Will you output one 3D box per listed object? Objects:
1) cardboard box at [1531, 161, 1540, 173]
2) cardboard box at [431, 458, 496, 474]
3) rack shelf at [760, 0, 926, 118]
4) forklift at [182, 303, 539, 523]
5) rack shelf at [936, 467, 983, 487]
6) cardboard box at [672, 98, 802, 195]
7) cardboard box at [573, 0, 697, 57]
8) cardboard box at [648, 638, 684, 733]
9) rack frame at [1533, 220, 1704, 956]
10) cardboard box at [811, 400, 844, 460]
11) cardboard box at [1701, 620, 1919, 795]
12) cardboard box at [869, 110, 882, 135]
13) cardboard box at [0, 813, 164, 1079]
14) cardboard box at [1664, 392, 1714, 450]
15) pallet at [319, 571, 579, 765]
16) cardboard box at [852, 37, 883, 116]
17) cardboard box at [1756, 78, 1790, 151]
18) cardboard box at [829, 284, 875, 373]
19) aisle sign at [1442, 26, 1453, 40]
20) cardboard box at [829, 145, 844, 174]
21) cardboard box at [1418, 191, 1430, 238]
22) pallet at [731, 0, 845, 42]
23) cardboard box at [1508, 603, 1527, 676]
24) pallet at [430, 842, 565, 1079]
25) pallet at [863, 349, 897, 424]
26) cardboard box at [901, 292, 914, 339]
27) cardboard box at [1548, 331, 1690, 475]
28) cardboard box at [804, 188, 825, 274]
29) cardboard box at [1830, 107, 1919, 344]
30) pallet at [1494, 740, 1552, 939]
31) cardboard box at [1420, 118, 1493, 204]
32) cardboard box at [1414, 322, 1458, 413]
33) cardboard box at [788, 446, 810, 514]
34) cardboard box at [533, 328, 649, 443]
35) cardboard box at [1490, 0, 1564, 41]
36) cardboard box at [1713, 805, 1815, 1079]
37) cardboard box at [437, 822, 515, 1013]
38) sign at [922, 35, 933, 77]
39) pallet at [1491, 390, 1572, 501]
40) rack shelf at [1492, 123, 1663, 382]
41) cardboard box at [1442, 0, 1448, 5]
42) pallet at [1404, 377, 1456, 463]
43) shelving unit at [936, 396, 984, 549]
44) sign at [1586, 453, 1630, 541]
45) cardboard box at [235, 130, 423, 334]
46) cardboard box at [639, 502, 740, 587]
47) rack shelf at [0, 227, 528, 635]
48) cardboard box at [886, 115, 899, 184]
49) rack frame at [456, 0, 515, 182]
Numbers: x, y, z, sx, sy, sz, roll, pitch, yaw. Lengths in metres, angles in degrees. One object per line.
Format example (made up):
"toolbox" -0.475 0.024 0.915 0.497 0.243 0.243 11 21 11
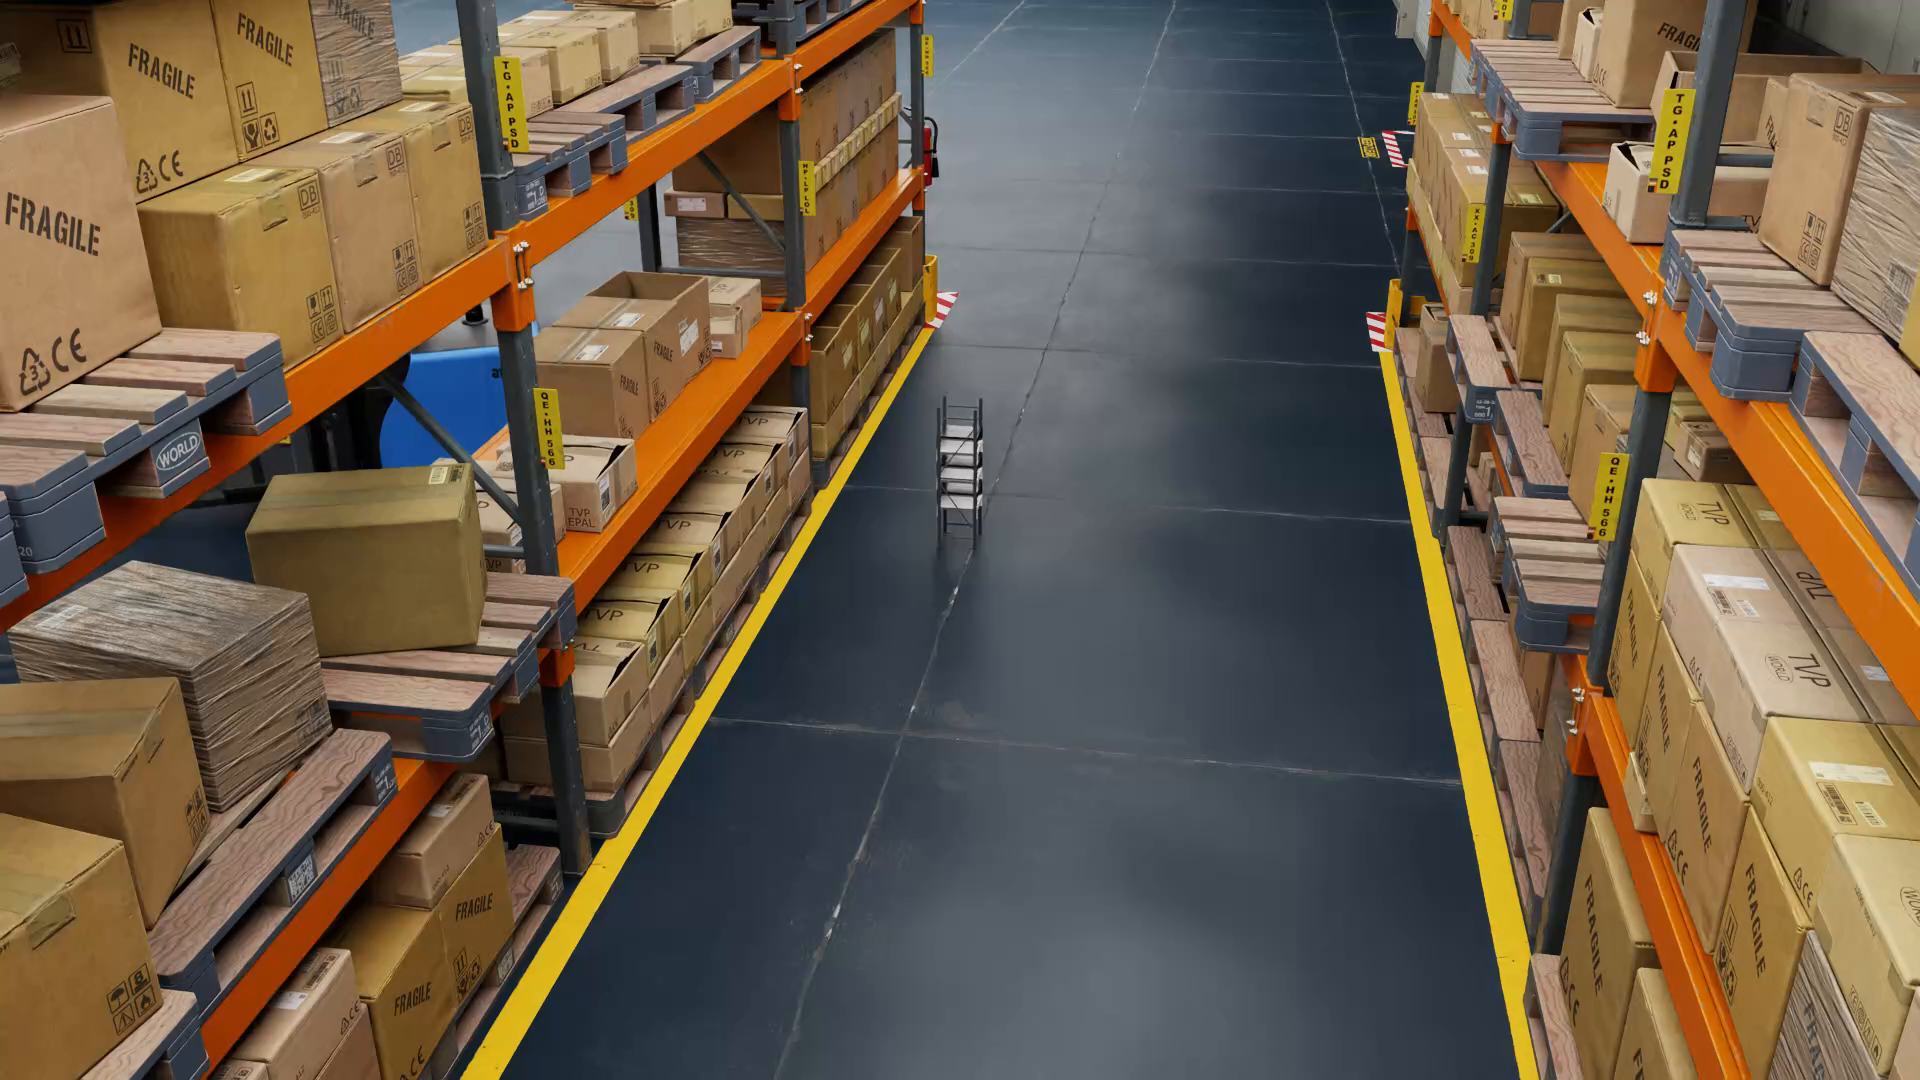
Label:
"cardboard box" 3.894 -2.185 10.649 0.500 0.500 0.500 5 25 10
"cardboard box" -2.231 -0.248 7.539 0.380 0.149 0.250 4 25 9
"rack shelf" -1.125 -3.509 11.519 1.077 0.370 4.000 4 25 9
"forklift" -4.168 -1.586 10.180 3.031 2.935 1.130 -7 26 -15
"rack shelf" -0.001 -0.374 10.066 0.258 0.077 0.200 4 25 9
"cardboard box" -1.385 -2.459 10.316 0.700 0.500 0.500 4 25 9
"cardboard box" -1.649 -2.634 8.482 0.500 0.250 0.500 2 25 3
"cardboard box" -1.649 0.679 8.009 0.500 0.250 0.500 3 25 7
"rack frame" 2.782 0.375 5.911 1.000 3.000 0.127 4 25 9
"cardboard box" -1.077 -0.758 11.079 0.500 0.250 0.500 4 25 9
"cardboard box" 2.289 0.452 4.369 0.500 0.250 0.500 4 25 9
"cardboard box" -0.799 -3.157 12.574 0.380 0.149 0.250 4 25 9
"cardboard box" -2.411 0.996 3.971 0.700 0.500 0.500 8 26 17
"cardboard box" 2.847 -0.446 6.262 0.380 0.149 0.250 0 25 0
"pallet" -2.147 0.408 6.066 1.213 0.211 1.003 4 25 9
"cardboard box" -0.976 -3.509 12.560 0.700 0.500 0.500 3 25 7
"cardboard box" 3.127 -1.323 5.859 0.500 0.500 0.500 4 25 9
"cardboard box" -0.904 -1.515 11.812 0.500 0.500 0.500 4 25 9
"aisle sign" 3.806 -4.199 12.617 0.394 0.787 0.004 4 25 9
"cardboard box" -1.010 -2.617 11.420 0.380 0.149 0.250 3 25 7
"cardboard box" 3.537 -2.299 11.778 0.500 0.250 0.500 4 25 8
"pallet" -1.338 -3.317 10.364 1.003 0.211 1.213 4 25 9
"cardboard box" 3.174 0.374 8.343 0.700 0.500 0.500 4 25 9
"pallet" -2.265 1.606 6.571 1.003 0.211 1.213 4 25 9
"pallet" -1.083 -1.218 12.604 1.003 0.211 1.213 4 25 9
"cardboard box" -0.664 -1.803 13.312 0.500 0.250 0.500 4 25 9
"cardboard box" 3.031 -0.590 7.335 0.700 0.500 0.500 4 25 9
"cardboard box" -1.305 -2.092 11.064 0.700 0.500 0.500 4 25 8
"cardboard box" 2.725 -0.796 4.238 0.700 0.500 0.500 3 25 6
"pallet" 2.912 1.311 7.200 1.003 0.211 1.213 4 25 9
"cardboard box" 3.534 -2.651 11.645 0.500 0.500 0.500 3 25 7
"cardboard box" 3.626 -1.213 11.734 0.700 0.500 0.500 2 25 5
"cardboard box" -1.233 -0.391 10.296 0.500 0.250 0.500 4 25 8
"cardboard box" -1.847 -0.715 8.122 0.500 0.500 0.500 3 25 6
"cardboard box" 3.275 -2.941 9.314 0.500 0.500 0.500 5 25 10
"cardboard box" 2.196 1.015 4.050 0.500 0.500 0.500 5 25 10
"cardboard box" -2.026 1.373 6.207 0.500 0.500 0.500 5 26 11
"sign" -0.265 -3.901 13.401 0.100 0.325 0.005 4 25 9
"pallet" 3.066 -0.369 7.727 1.003 0.211 1.213 4 25 9
"rack shelf" 3.109 -1.495 7.215 1.077 0.370 4.000 4 25 9
"cardboard box" 3.666 -4.039 11.662 0.500 0.500 0.500 6 26 12
"pallet" 3.708 -0.830 11.775 1.003 0.211 1.213 4 25 9
"shelving unit" -0.001 -0.404 10.052 0.258 0.900 0.210 4 25 9
"sign" 2.246 -0.147 5.754 0.100 0.325 0.005 4 25 9
"cardboard box" -2.227 -0.973 5.134 0.910 0.500 0.500 4 25 9
"cardboard box" -1.483 -0.013 8.826 0.500 0.311 0.500 4 25 8
"rack shelf" -2.432 -0.163 4.371 1.077 0.370 4.000 4 25 9
"cardboard box" -0.887 -3.164 13.353 0.700 0.500 0.500 4 25 9
"rack frame" -2.105 -2.684 5.369 1.000 3.000 0.127 4 25 9
